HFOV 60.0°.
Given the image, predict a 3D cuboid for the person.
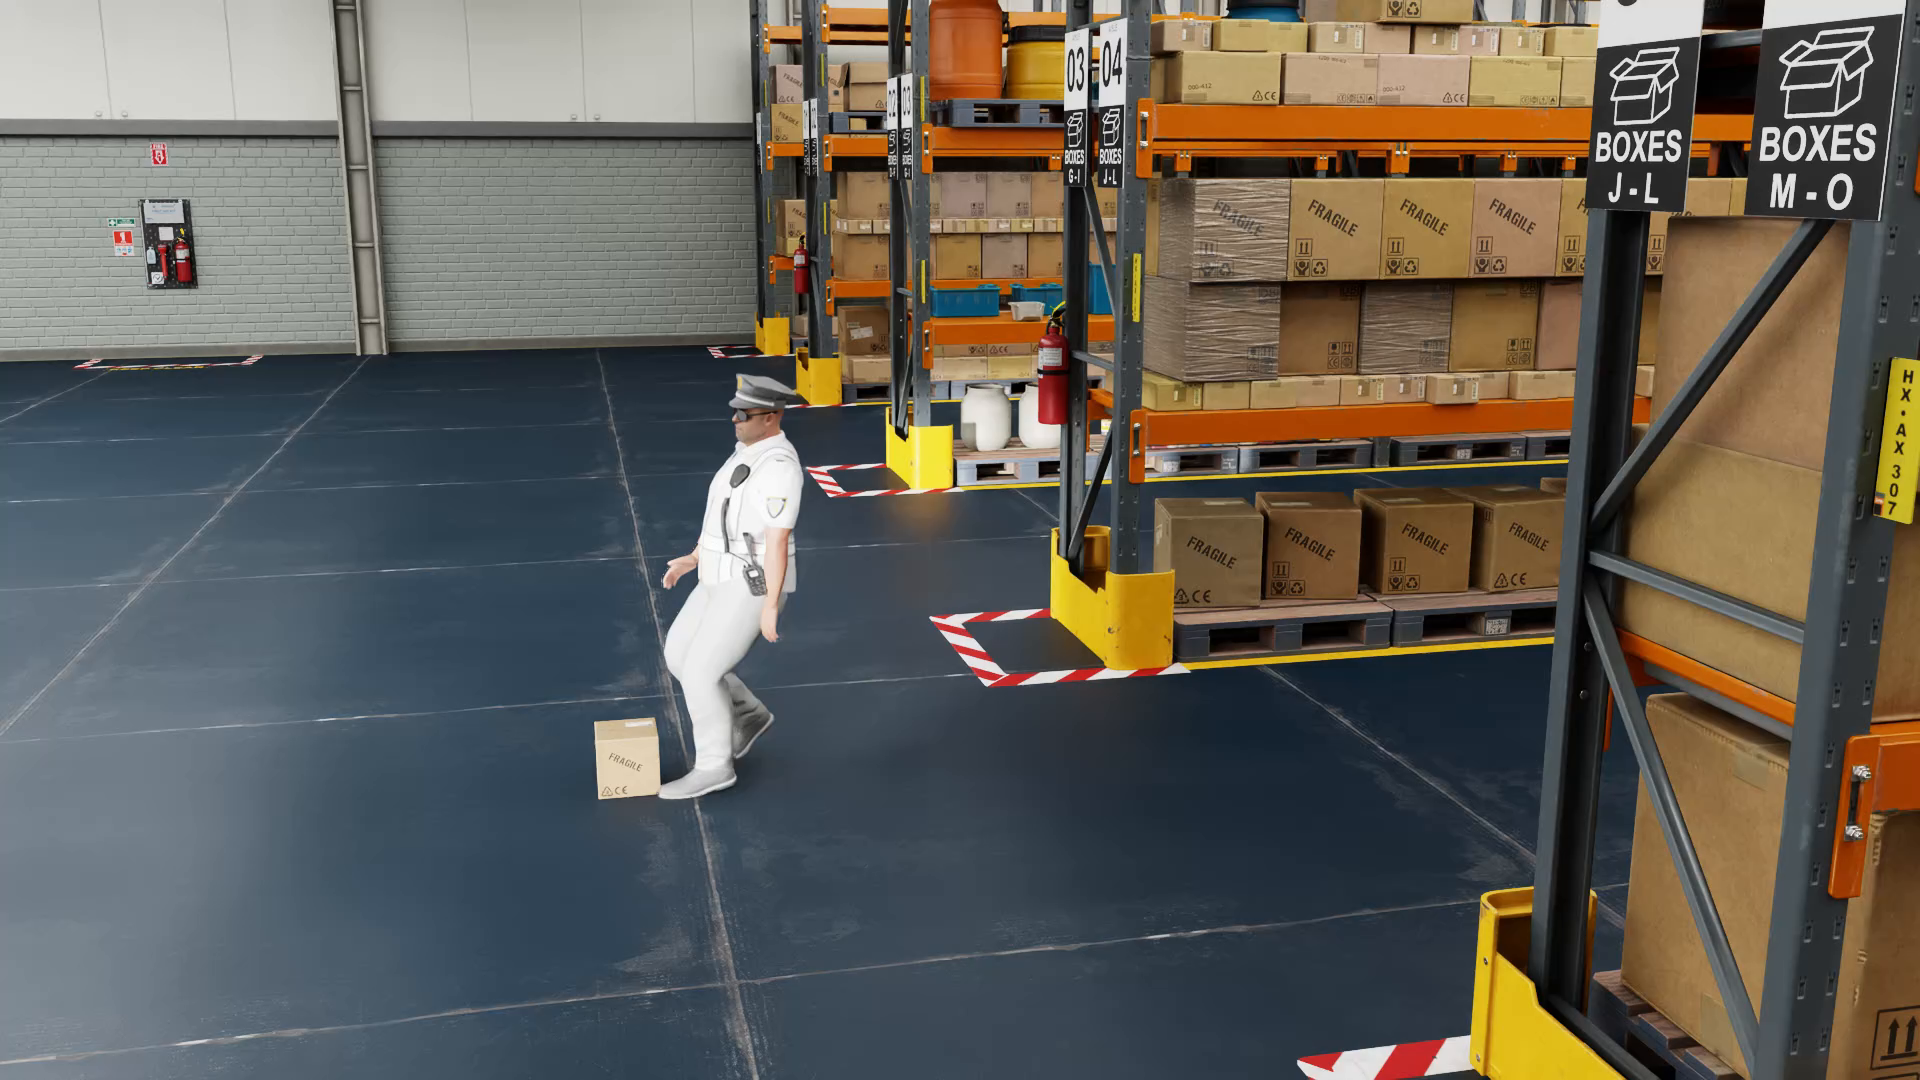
[{"bbox_3d":[-0.972,0.178,6.800,0.624,1.723,0.566,-5,14,-21],"label":"person"}]
